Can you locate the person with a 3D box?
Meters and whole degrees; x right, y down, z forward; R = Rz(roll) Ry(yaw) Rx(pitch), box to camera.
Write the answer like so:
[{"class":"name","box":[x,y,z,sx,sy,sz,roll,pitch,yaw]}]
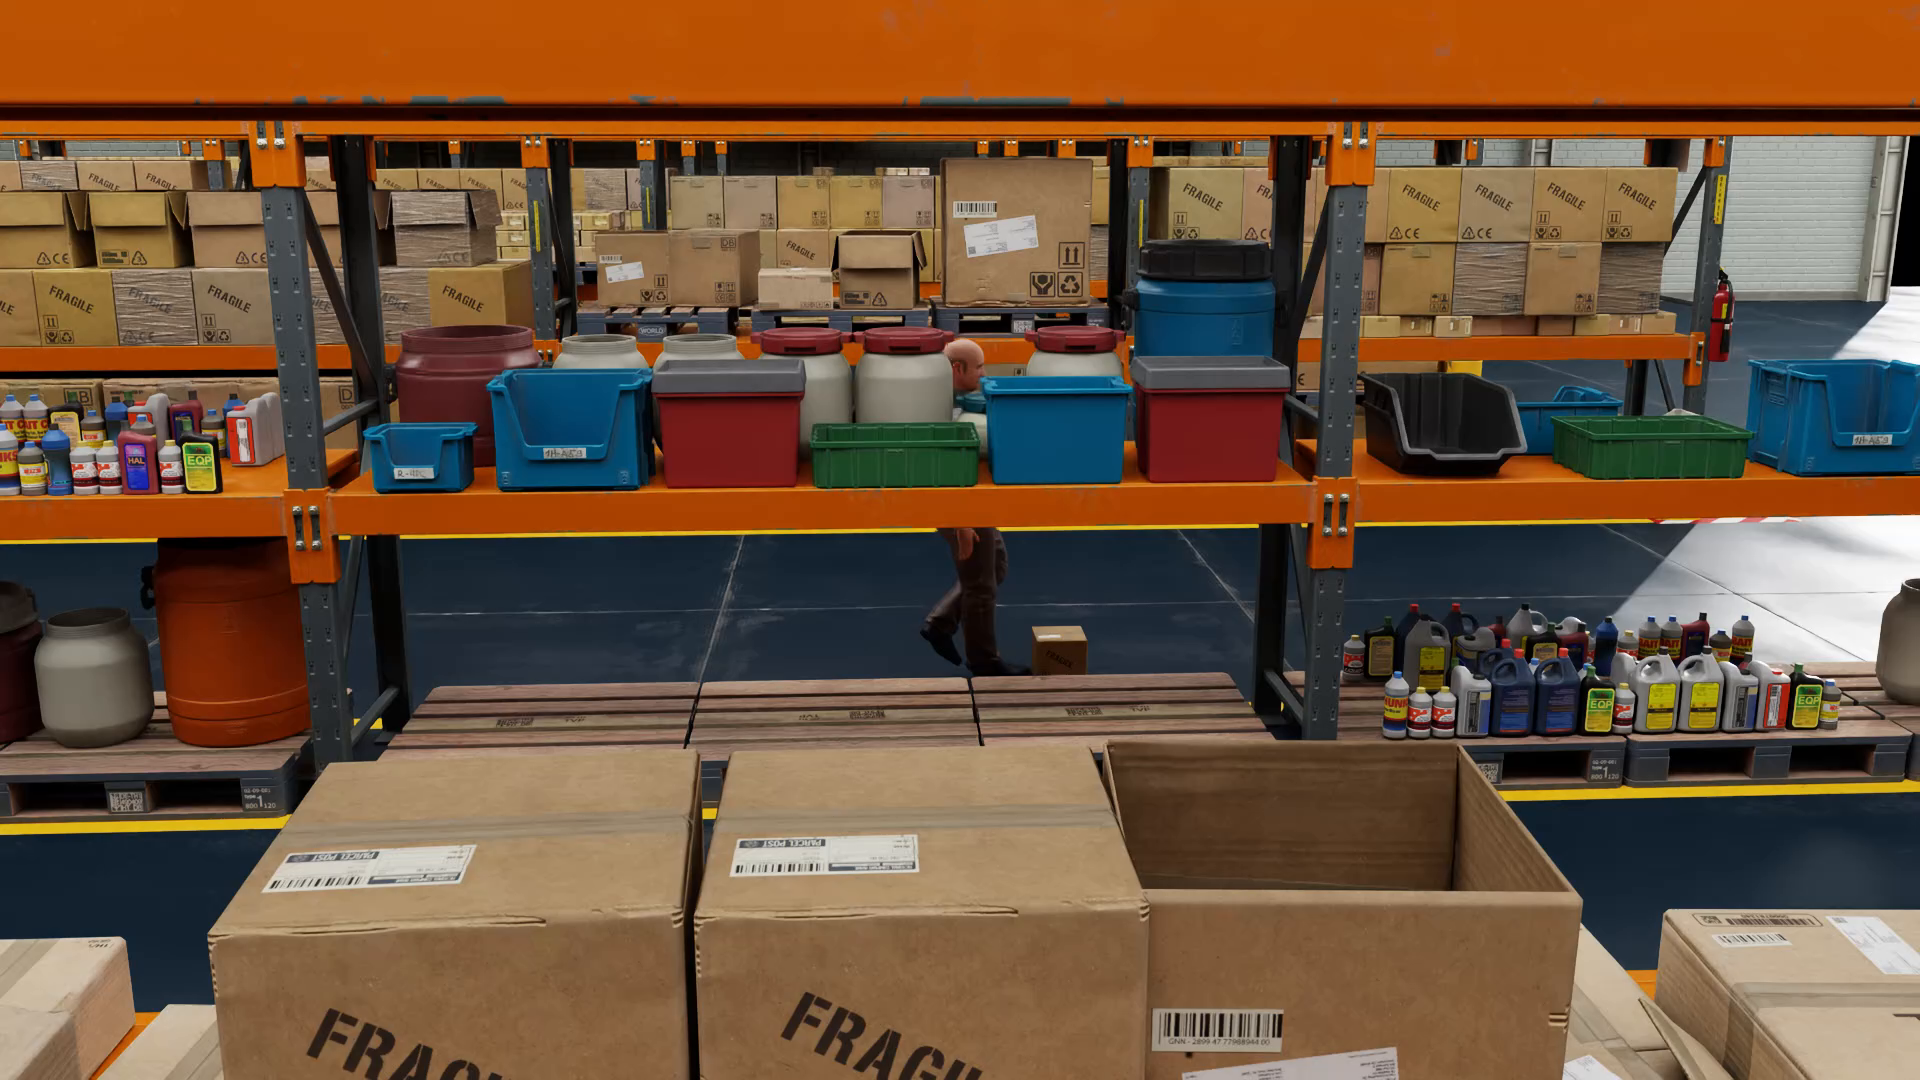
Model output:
[{"class":"person","box":[0.086,-0.129,8.076,0.551,1.711,0.584,-2,14,-7]}]
